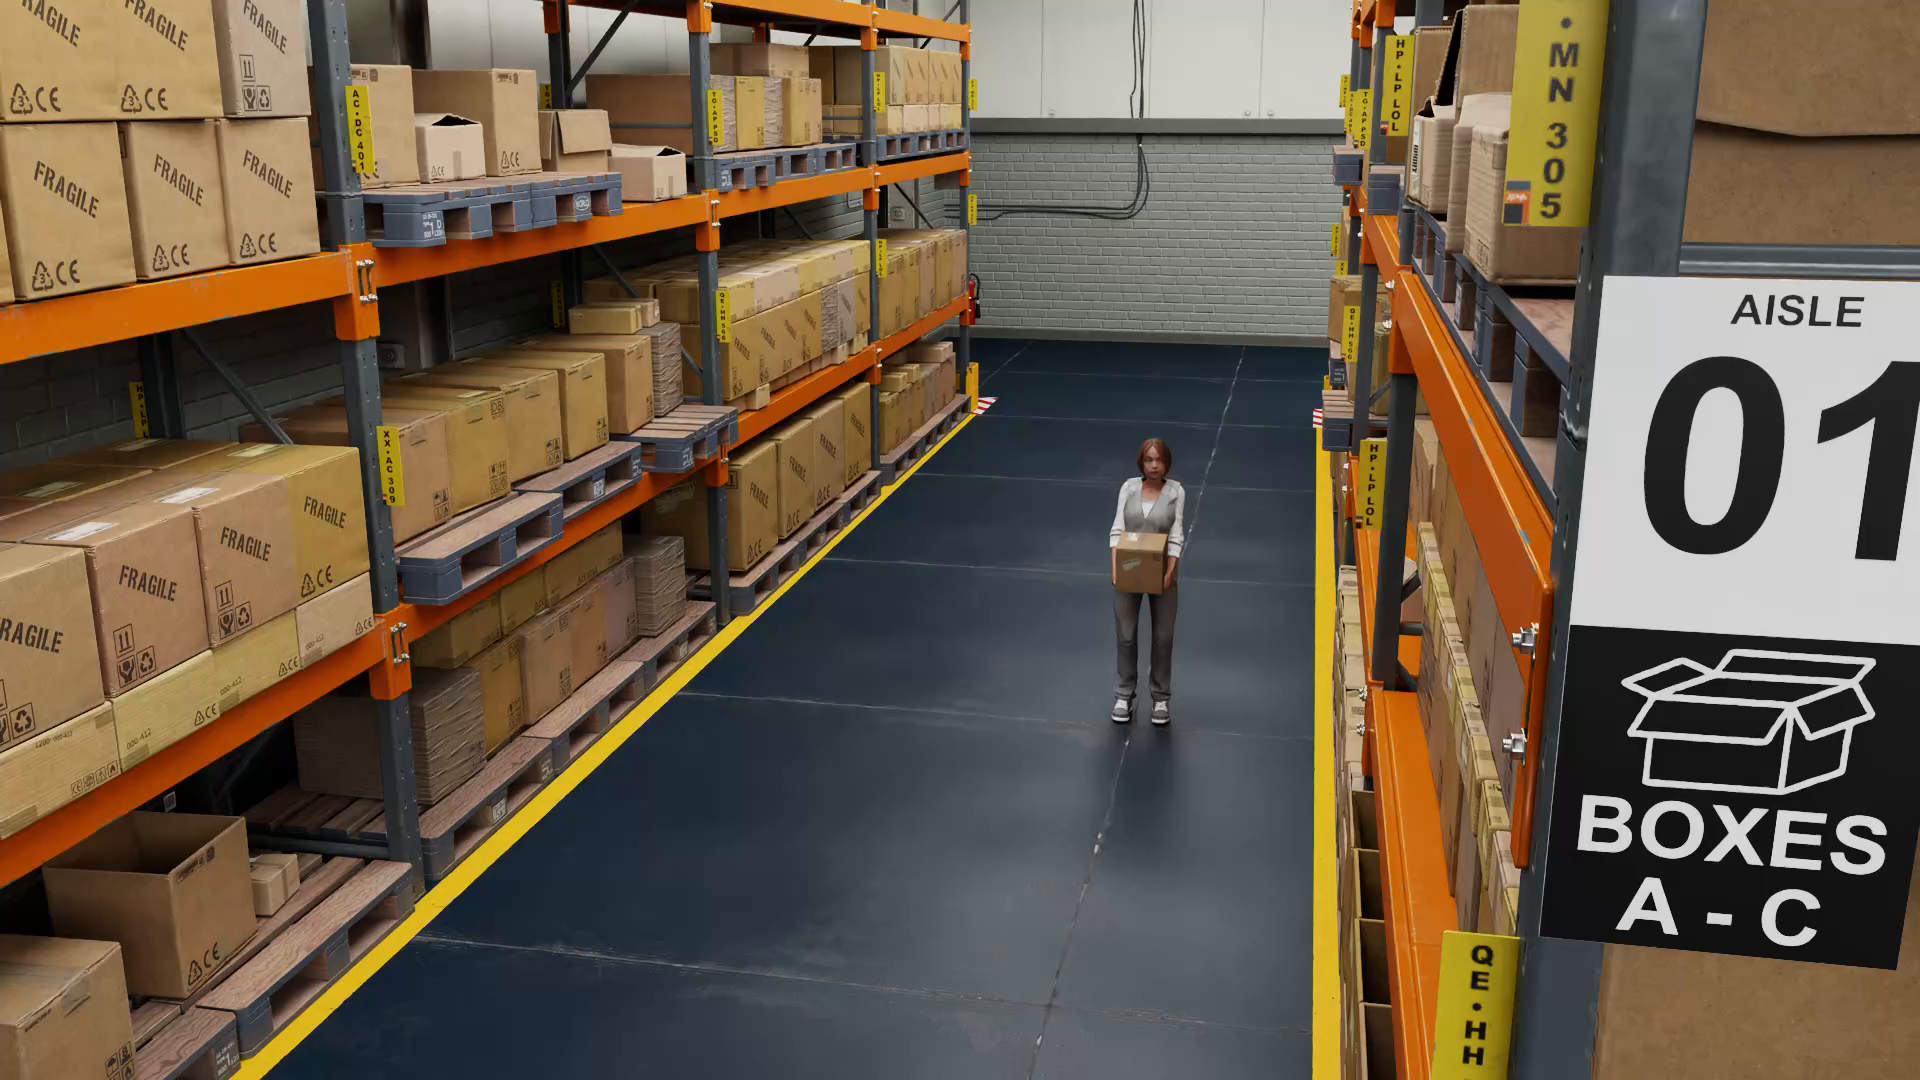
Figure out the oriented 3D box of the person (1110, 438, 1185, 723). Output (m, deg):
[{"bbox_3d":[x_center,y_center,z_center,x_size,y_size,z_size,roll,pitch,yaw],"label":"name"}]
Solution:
[{"bbox_3d":[1.016,0.247,9.127,0.404,1.588,0.492,3,15,12],"label":"person"}]
